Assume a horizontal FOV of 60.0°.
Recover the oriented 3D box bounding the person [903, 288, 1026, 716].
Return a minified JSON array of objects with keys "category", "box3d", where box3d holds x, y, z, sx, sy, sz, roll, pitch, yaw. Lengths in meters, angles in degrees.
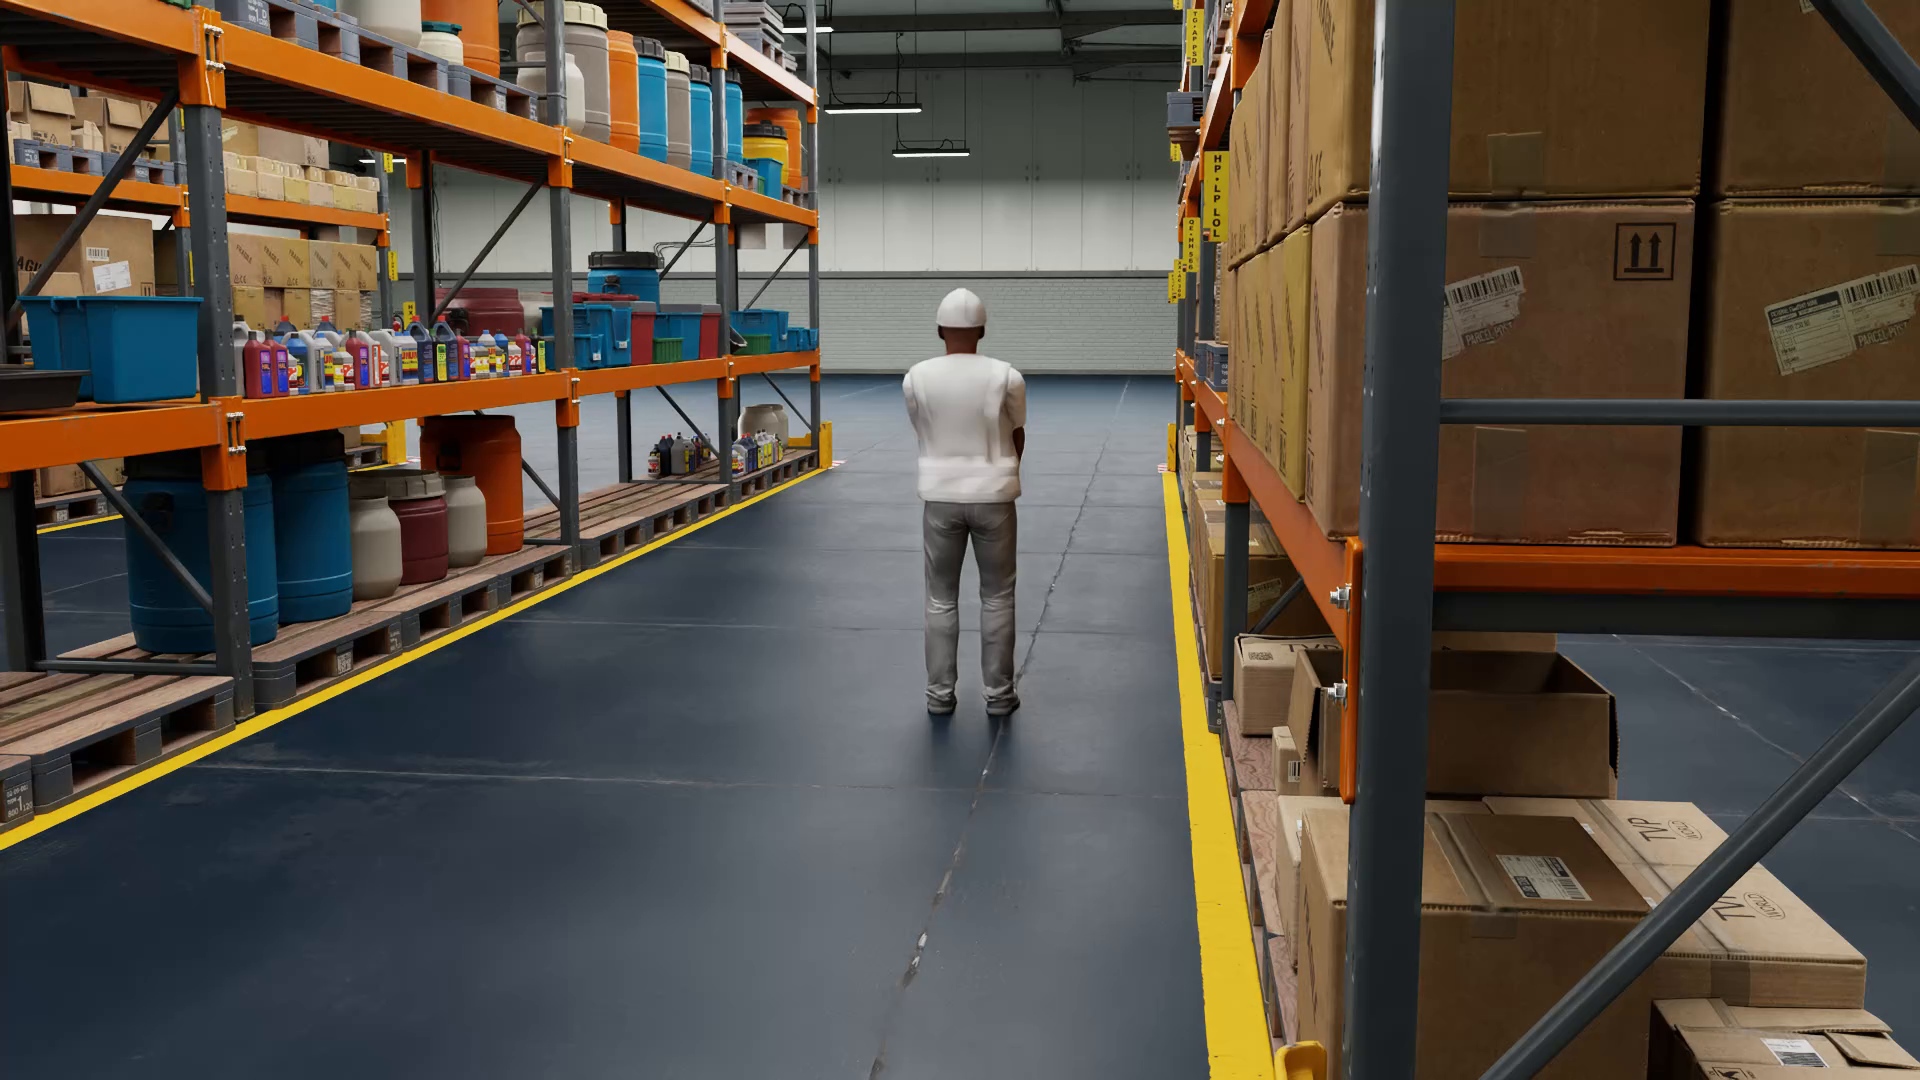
[{"category":"person","box3d":[0.038,-0.168,6.990,0.503,1.760,0.587,1,8,8]}]
